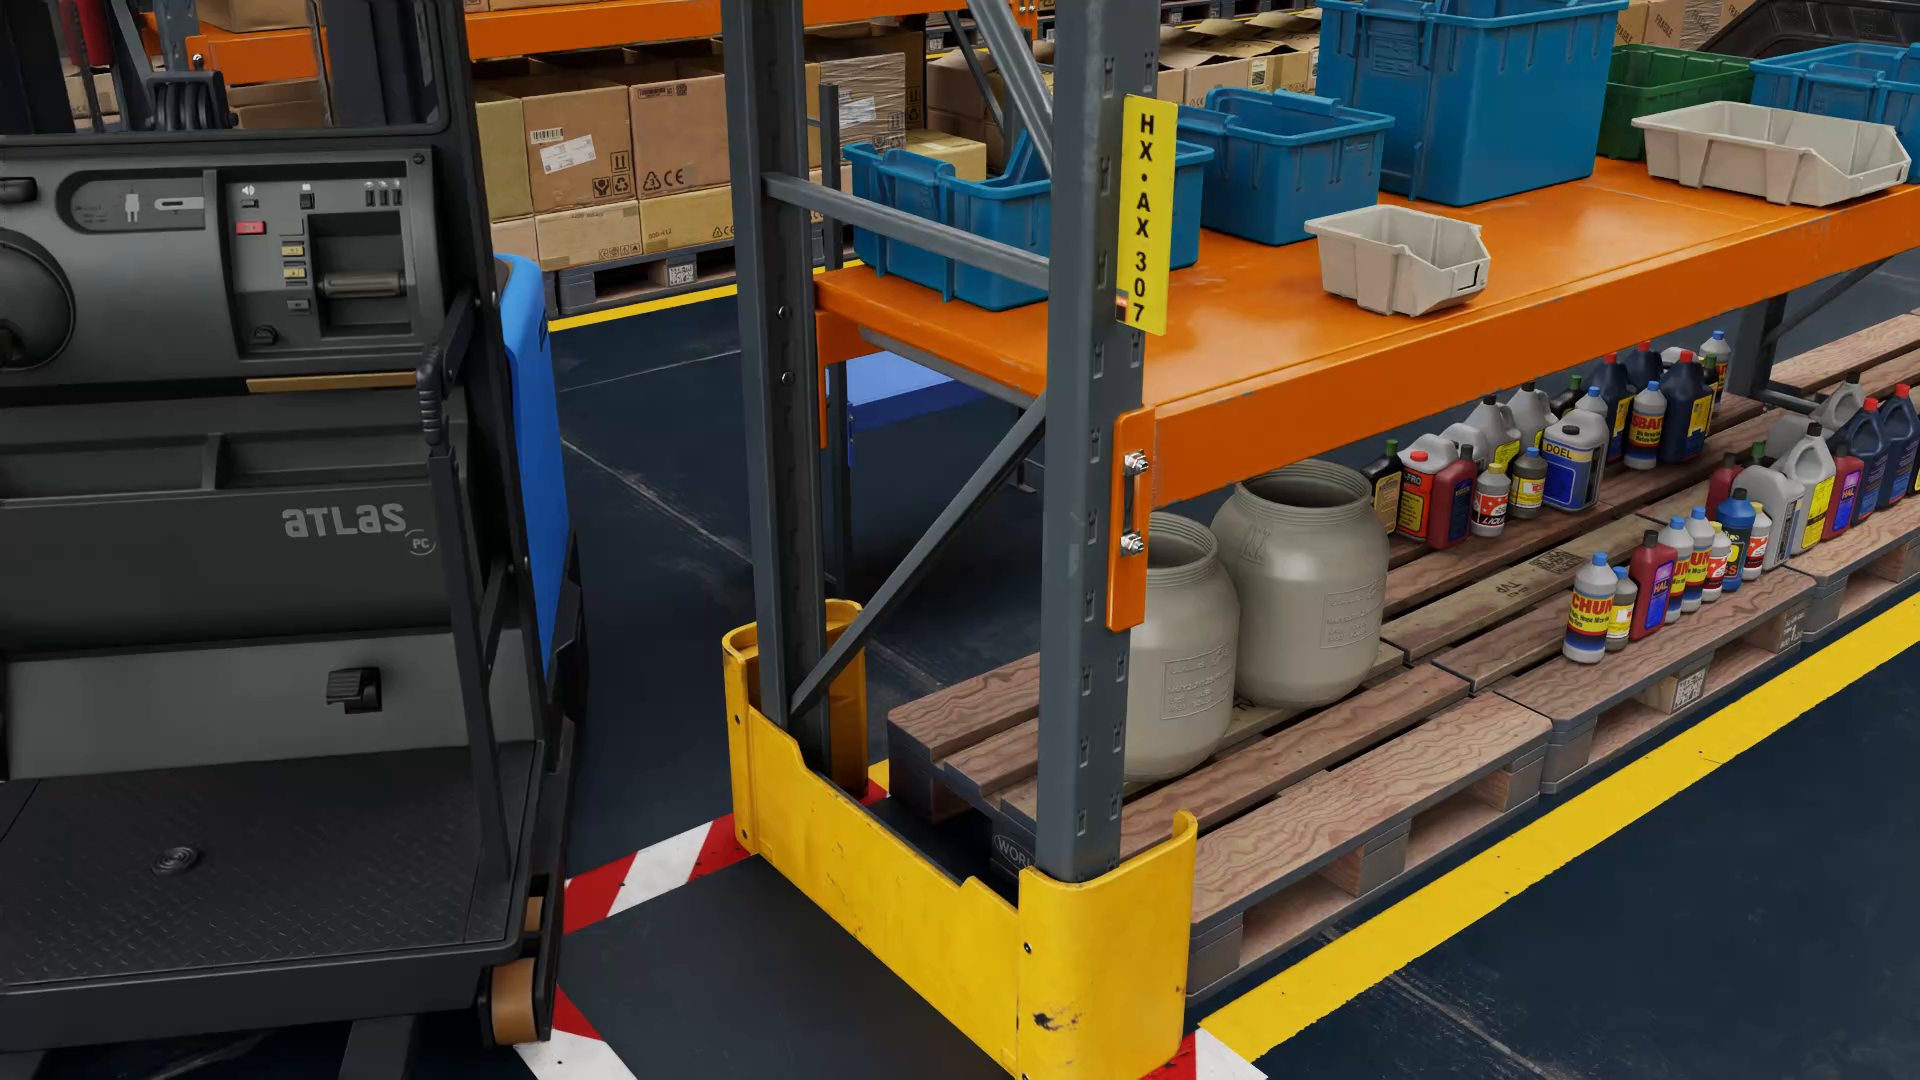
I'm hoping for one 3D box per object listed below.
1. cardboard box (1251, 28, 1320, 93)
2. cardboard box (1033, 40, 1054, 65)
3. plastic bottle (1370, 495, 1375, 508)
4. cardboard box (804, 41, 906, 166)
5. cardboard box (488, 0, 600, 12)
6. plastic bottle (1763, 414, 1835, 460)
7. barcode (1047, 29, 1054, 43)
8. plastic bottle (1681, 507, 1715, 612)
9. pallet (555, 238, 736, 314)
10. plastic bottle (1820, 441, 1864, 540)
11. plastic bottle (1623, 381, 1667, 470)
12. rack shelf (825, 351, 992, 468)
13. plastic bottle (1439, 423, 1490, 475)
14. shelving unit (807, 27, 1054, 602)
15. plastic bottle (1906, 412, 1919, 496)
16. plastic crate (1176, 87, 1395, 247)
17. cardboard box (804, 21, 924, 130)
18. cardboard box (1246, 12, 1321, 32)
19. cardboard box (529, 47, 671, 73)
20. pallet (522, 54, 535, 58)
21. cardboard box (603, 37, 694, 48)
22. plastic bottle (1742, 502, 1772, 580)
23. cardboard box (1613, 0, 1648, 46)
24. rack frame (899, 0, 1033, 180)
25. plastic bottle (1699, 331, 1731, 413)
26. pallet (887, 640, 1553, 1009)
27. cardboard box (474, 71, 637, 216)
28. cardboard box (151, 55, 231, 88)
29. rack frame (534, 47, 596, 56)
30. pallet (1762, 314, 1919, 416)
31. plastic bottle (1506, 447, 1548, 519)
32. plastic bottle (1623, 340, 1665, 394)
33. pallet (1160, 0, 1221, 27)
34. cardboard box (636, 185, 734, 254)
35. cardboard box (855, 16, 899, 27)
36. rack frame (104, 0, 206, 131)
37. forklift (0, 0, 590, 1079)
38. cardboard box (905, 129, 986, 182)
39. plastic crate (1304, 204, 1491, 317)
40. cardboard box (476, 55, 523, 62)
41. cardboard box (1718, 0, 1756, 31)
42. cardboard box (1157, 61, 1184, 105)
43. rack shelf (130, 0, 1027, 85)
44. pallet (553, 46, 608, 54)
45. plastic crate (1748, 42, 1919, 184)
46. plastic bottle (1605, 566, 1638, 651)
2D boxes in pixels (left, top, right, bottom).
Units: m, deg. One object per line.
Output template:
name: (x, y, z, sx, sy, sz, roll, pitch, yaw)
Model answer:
cardboard box: (2.102, -2.944, 10.132, 0.500, 0.311, 0.500, -18, 31, -34)
cardboard box: (0.566, -2.728, 9.665, 0.500, 0.311, 0.500, -17, 30, -33)
plastic bottle: (1.099, -0.064, 4.627, 0.097, 0.201, 0.097, 0, 25, 0)
cardboard box: (-0.612, -2.157, 8.211, 0.500, 0.500, 0.500, -18, 31, -34)
cardboard box: (-1.950, -2.581, 7.129, 0.500, 0.500, 0.700, -18, 30, -34)
plastic bottle: (2.481, -0.245, 4.927, 0.135, 0.276, 0.152, -18, 31, -34)
barcode: (0.476, -2.622, 8.643, 0.075, 0.075, 0.001, -18, 31, -34)
plastic bottle: (1.892, 0.044, 4.311, 0.097, 0.271, 0.097, 0, 25, 0)
pallet: (-1.594, -1.416, 8.051, 1.213, 0.211, 1.003, -18, 31, -34)
plastic bottle: (2.489, -0.149, 4.713, 0.133, 0.283, 0.061, -16, 29, -31)
plastic bottle: (2.141, -0.363, 5.187, 0.097, 0.271, 0.097, 0, 25, 0)
rack shelf: (-0.067, -0.495, 4.962, 1.000, 0.185, 0.538, -18, 31, -34)
plastic bottle: (1.423, -0.190, 4.810, 0.135, 0.276, 0.152, -19, 31, -35)
shelving unit: (-0.067, -0.658, 4.887, 1.048, 1.500, 0.538, -18, 31, -34)
plastic bottle: (2.897, -0.284, 5.003, 0.133, 0.283, 0.061, -17, 30, -32)
plastic crate: (0.648, -0.840, 3.674, 0.408, 0.251, 0.499, -18, 31, -34)
cardboard box: (-0.540, -2.459, 8.862, 0.500, 0.500, 0.500, -18, 31, -34)
cardboard box: (2.164, -3.251, 10.794, 0.500, 0.311, 0.500, -19, 31, -35)
cardboard box: (-1.719, -2.069, 8.021, 0.500, 0.500, 0.500, -18, 31, -34)
pallet: (-3.548, -3.382, 12.285, 1.213, 0.211, 1.003, -18, 31, -34)
cardboard box: (-2.472, -4.095, 12.957, 0.500, 0.500, 0.700, -17, 30, -32)
plastic bottle: (2.131, -0.004, 4.496, 0.097, 0.201, 0.097, 0, 25, 0)
cardboard box: (4.507, -3.587, 11.863, 0.500, 0.500, 0.500, -19, 31, -35)
rack frame: (0.018, -3.193, 8.566, 0.127, 3.000, 1.000, -18, 31, -34)
plastic bottle: (2.551, -0.575, 5.644, 0.097, 0.271, 0.097, 0, 25, 0)
pallet: (0.598, 0.509, 3.903, 1.213, 0.211, 1.003, -18, 31, -34)
cardboard box: (-1.792, -1.767, 7.371, 0.500, 0.500, 0.500, -18, 31, -34)
cardboard box: (-5.140, -3.071, 10.976, 0.500, 0.311, 0.500, -15, 29, -30)
rack frame: (-3.041, -4.833, 12.100, 0.127, 3.000, 1.000, -18, 31, -34)
pallet: (3.666, -0.503, 6.082, 1.213, 0.211, 1.003, -18, 31, -34)
plastic bottle: (1.660, -0.172, 4.860, 0.097, 0.201, 0.097, 0, 25, 0)
plastic bottle: (2.181, -0.476, 5.337, 0.185, 0.351, 0.144, -17, 30, -33)
pallet: (1.733, -5.102, 15.992, 1.213, 0.211, 1.003, -18, 31, -34)
cardboard box: (-1.389, -1.551, 7.797, 0.500, 0.250, 0.500, -18, 31, -34)
cardboard box: (-0.905, -4.638, 14.127, 0.500, 0.500, 0.700, -18, 31, -34)
rack frame: (-3.129, -2.153, 6.327, 0.127, 3.000, 1.000, -18, 31, -34)
forklift: (-1.375, -0.465, 2.771, 1.130, 2.935, 3.031, -4, 25, -8)
cardboard box: (-0.212, -1.943, 8.641, 0.500, 0.250, 0.500, -18, 31, -34)
plastic crate: (0.827, -0.518, 3.116, 0.250, 0.136, 0.298, -18, 31, -34)
cardboard box: (-3.444, -3.598, 12.283, 0.380, 0.166, 0.250, 22, 33, 39)
cardboard box: (5.708, -3.988, 12.726, 0.500, 0.500, 0.500, -18, 30, -34)
cardboard box: (0.894, -2.543, 9.268, 0.500, 0.311, 0.500, -19, 31, -35)
rack shelf: (-1.556, -2.347, 7.598, 4.000, 0.370, 1.077, -18, 31, -34)
pallet: (-2.430, -3.770, 13.123, 1.213, 0.211, 1.003, -18, 31, -34)
plastic crate: (2.369, -1.106, 4.246, 0.616, 0.251, 0.499, -18, 31, -34)
plastic bottle: (1.625, 0.164, 4.136, 0.097, 0.201, 0.097, 0, 25, 0)
